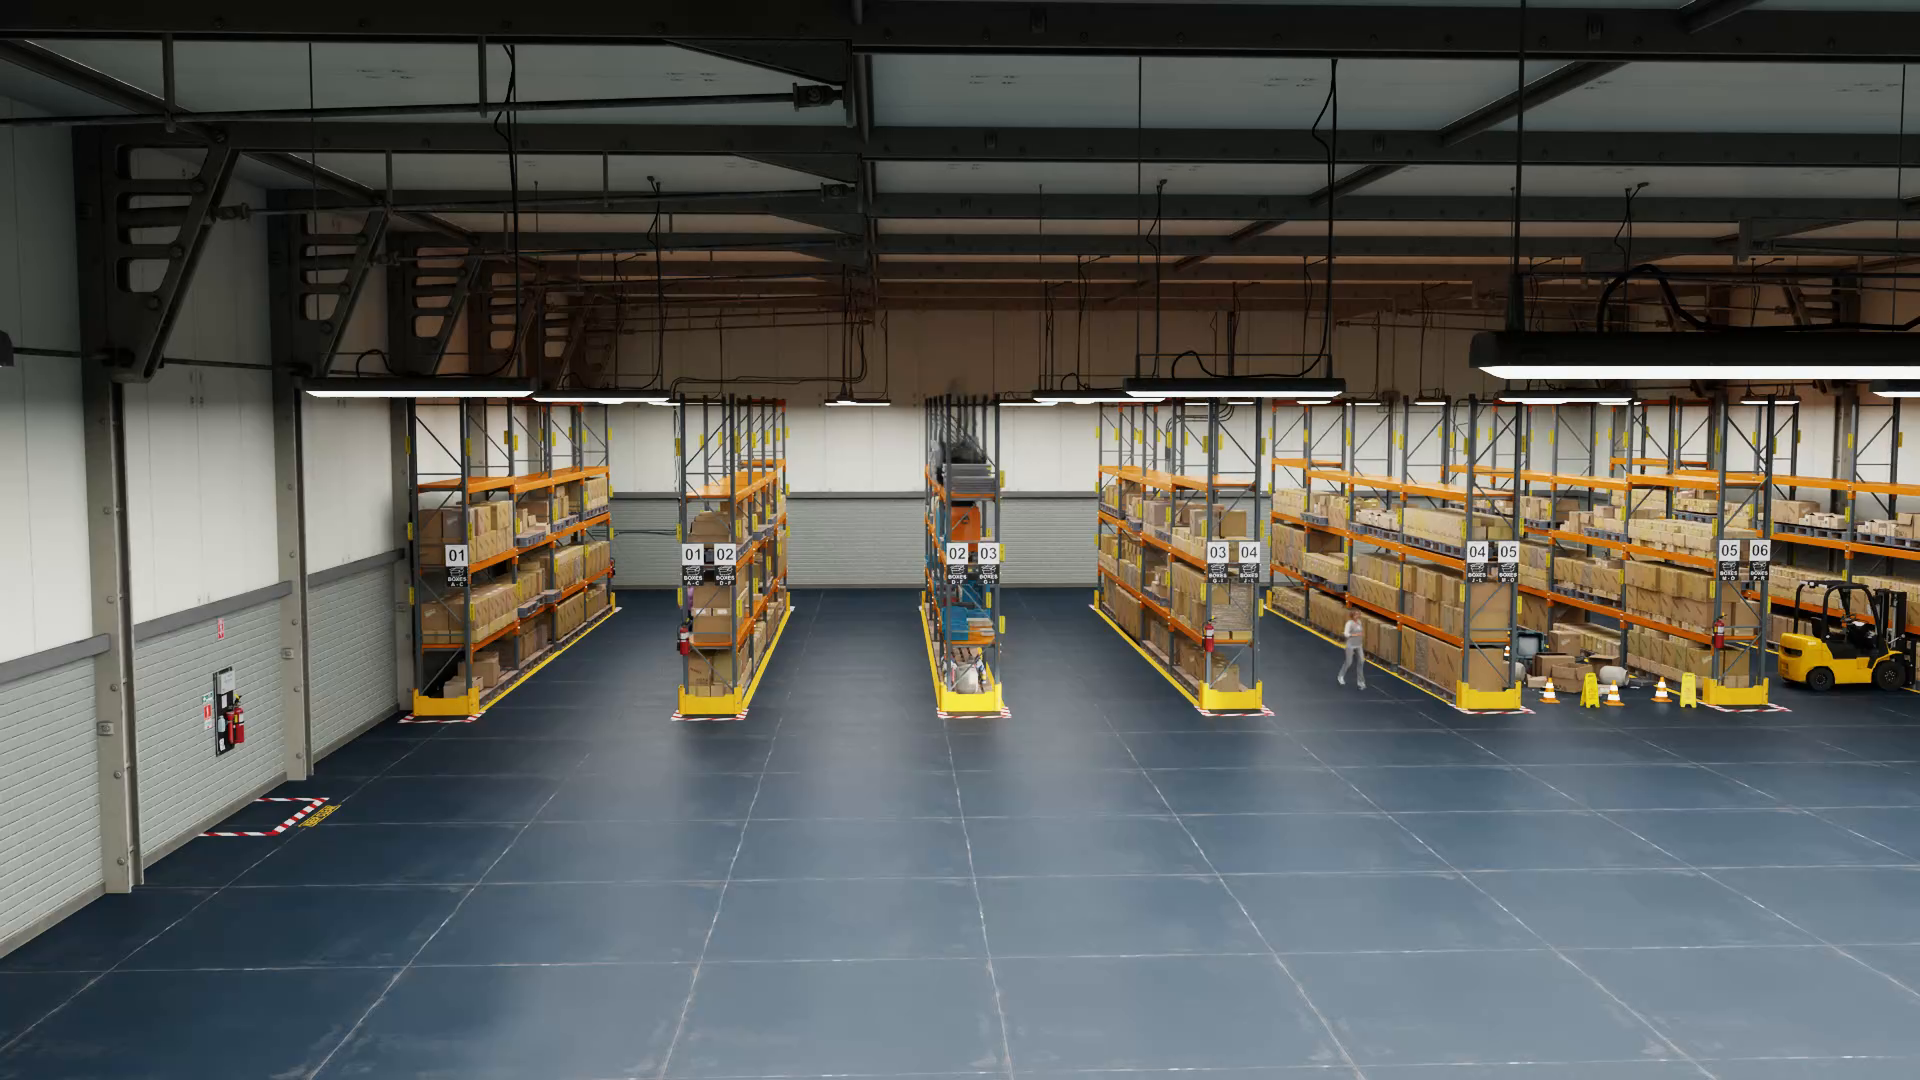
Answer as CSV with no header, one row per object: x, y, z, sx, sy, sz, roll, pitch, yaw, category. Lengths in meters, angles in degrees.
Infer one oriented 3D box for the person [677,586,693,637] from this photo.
-6.627,1.718,40.443,0.539,1.613,0.871,-1,5,-7,person

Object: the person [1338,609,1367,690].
8.041,2.221,34.068,0.565,1.625,0.778,-2,5,-26,person

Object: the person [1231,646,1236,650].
6.584,1.692,39.728,0.631,1.844,0.735,0,5,-4,person

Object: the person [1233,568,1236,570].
7.554,1.193,46.990,0.563,1.738,0.838,0,5,-3,person
